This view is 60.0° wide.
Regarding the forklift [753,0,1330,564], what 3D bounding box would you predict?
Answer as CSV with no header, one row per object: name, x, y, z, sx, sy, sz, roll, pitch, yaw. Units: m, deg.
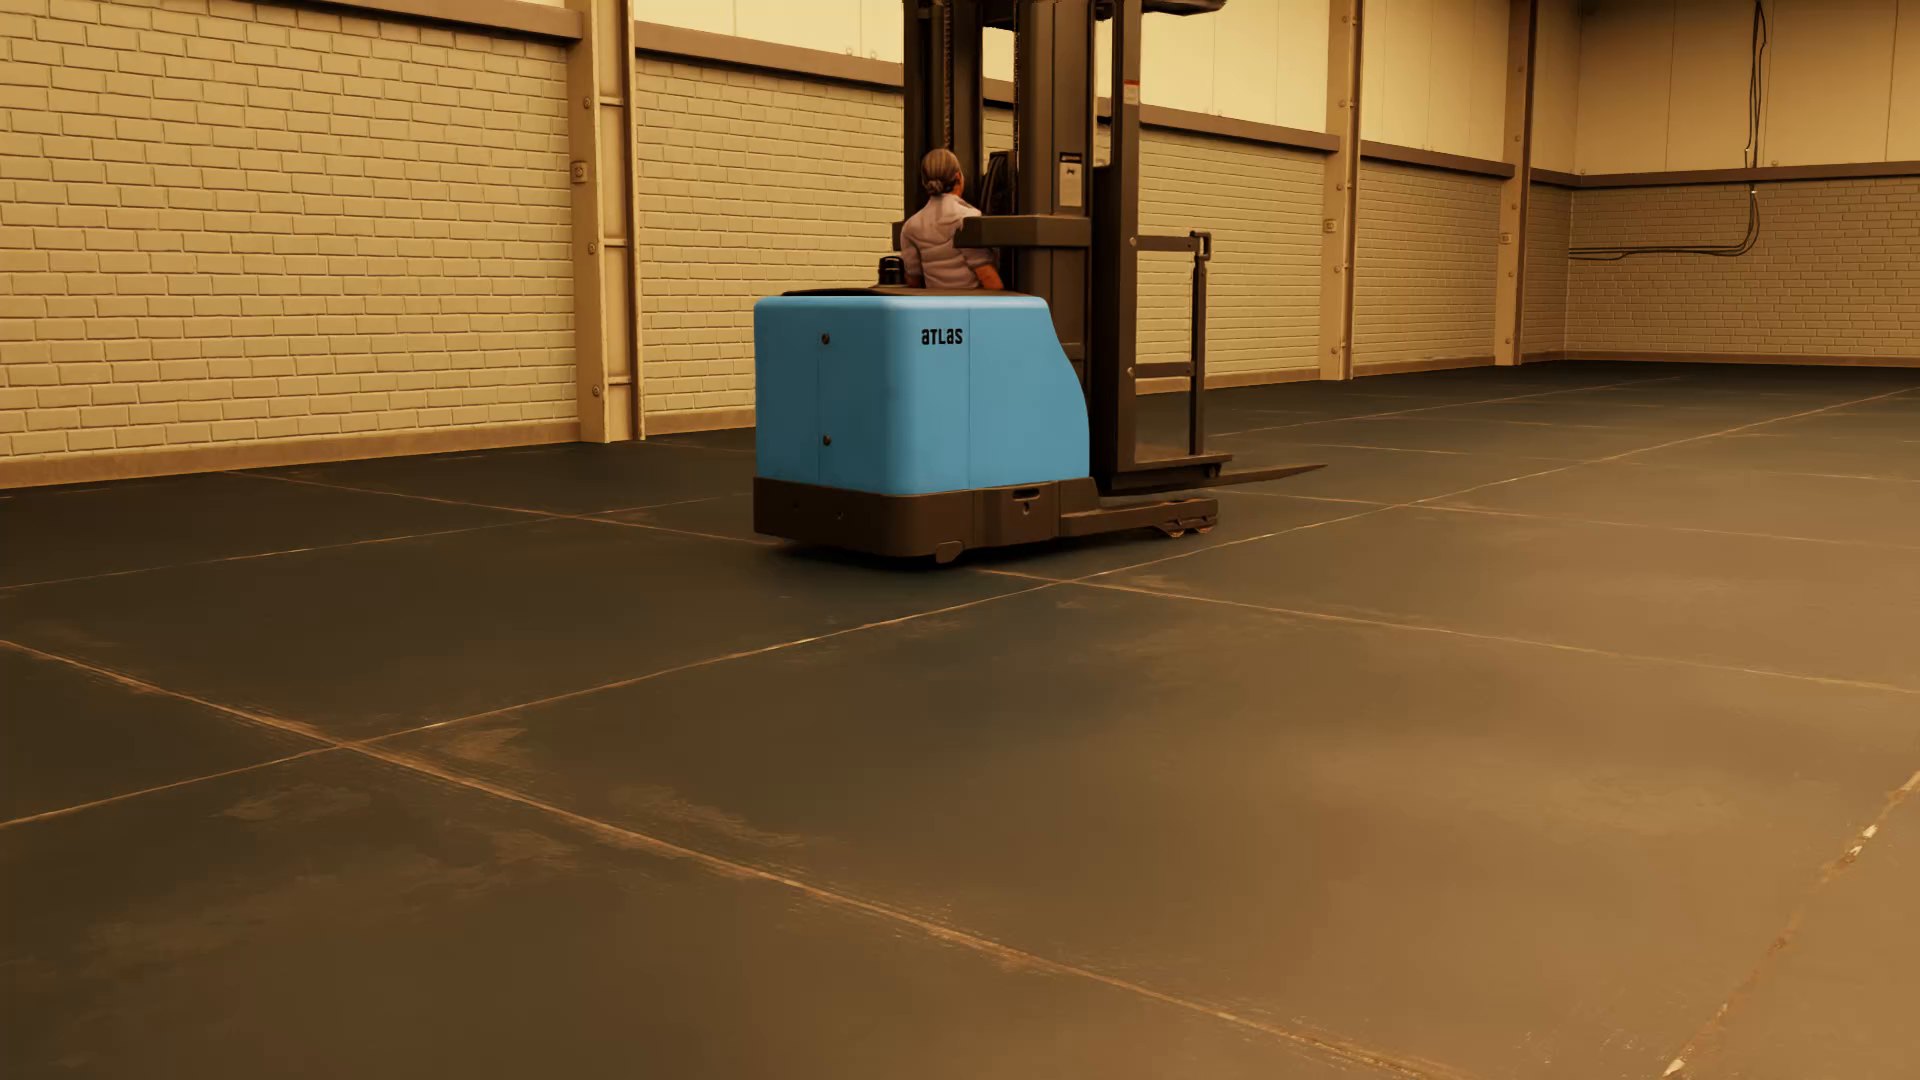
forklift,0.548,-1.509,7.594,3.031,2.935,1.130,-7,11,-41

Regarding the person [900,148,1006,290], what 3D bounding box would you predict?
person,0.061,-0.874,7.318,0.596,1.644,0.541,7,11,38
